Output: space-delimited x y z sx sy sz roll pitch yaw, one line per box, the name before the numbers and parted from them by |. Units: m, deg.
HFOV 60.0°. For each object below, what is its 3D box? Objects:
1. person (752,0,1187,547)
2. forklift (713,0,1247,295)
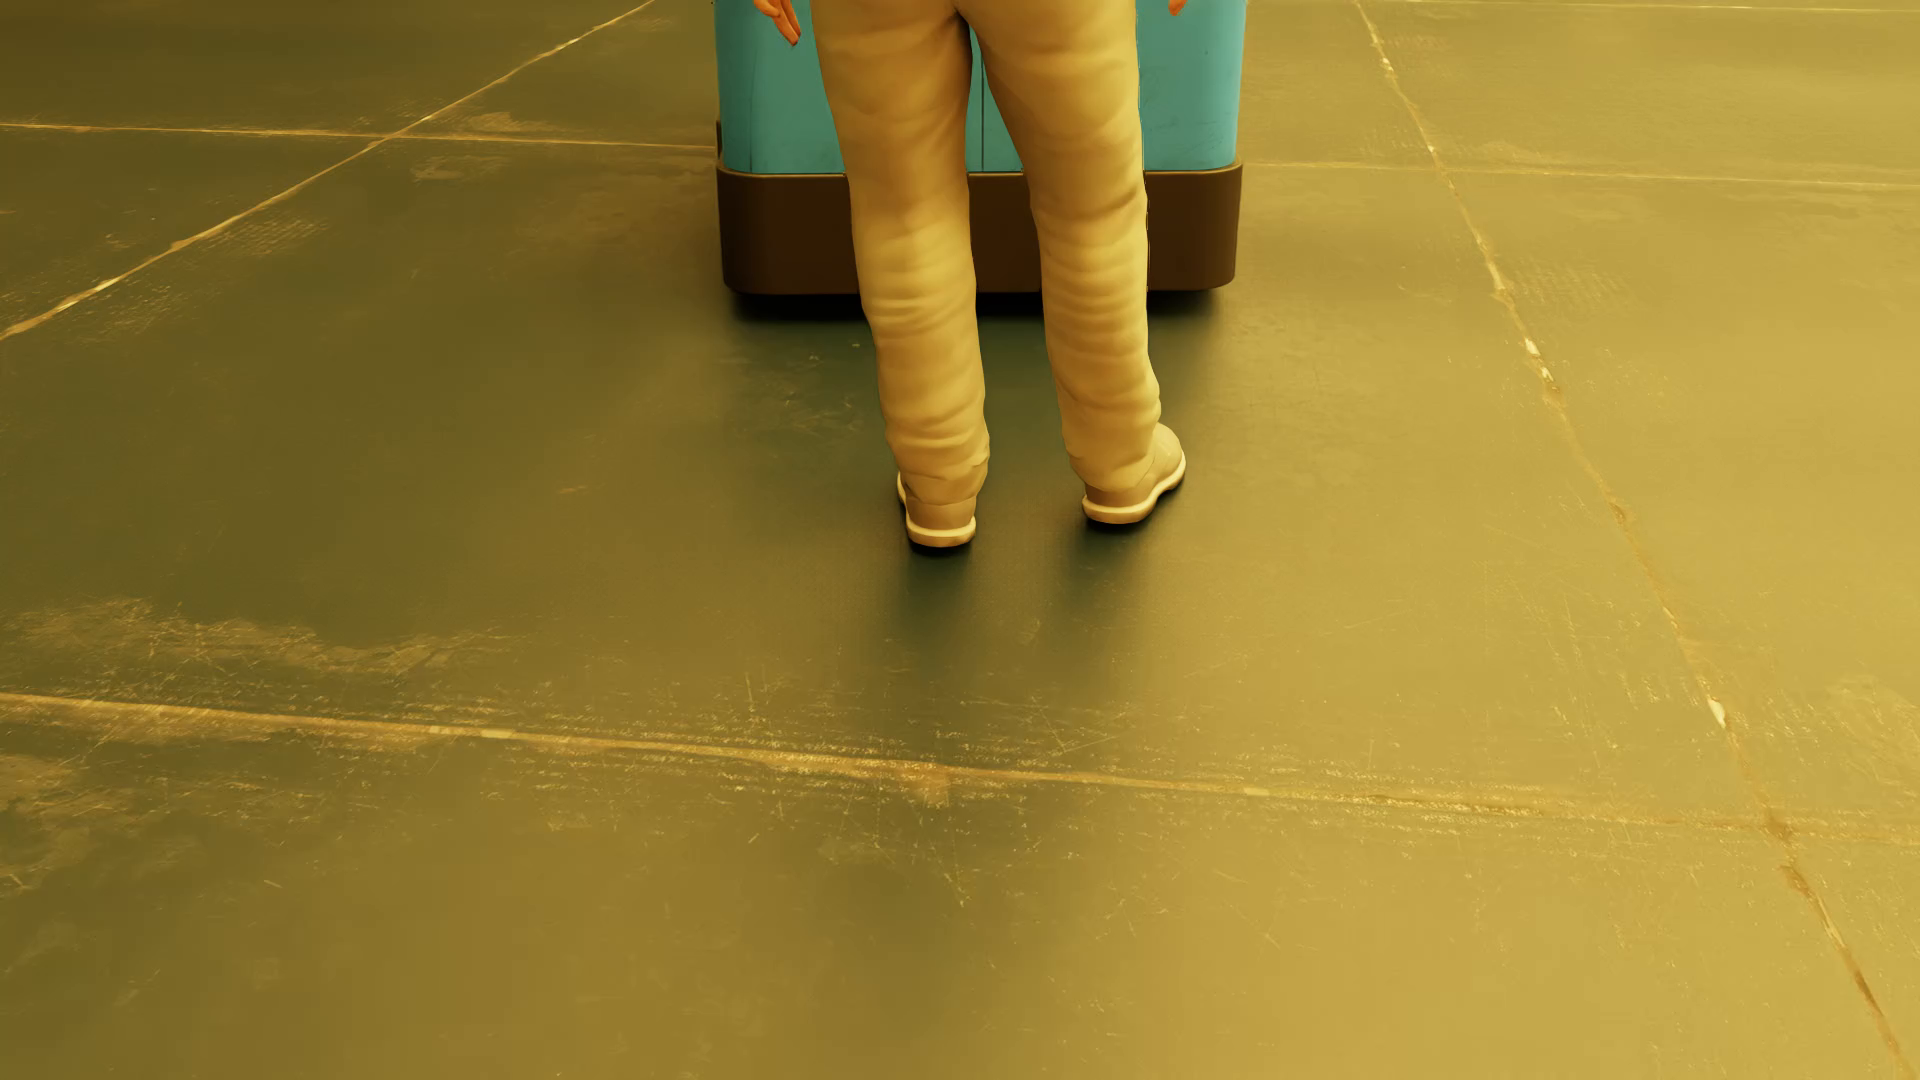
person | 0.022 -0.837 2.166 0.640 1.781 0.575 3 27 7
forklift | -0.005 -2.417 4.061 1.130 2.935 3.031 -1 27 -2
